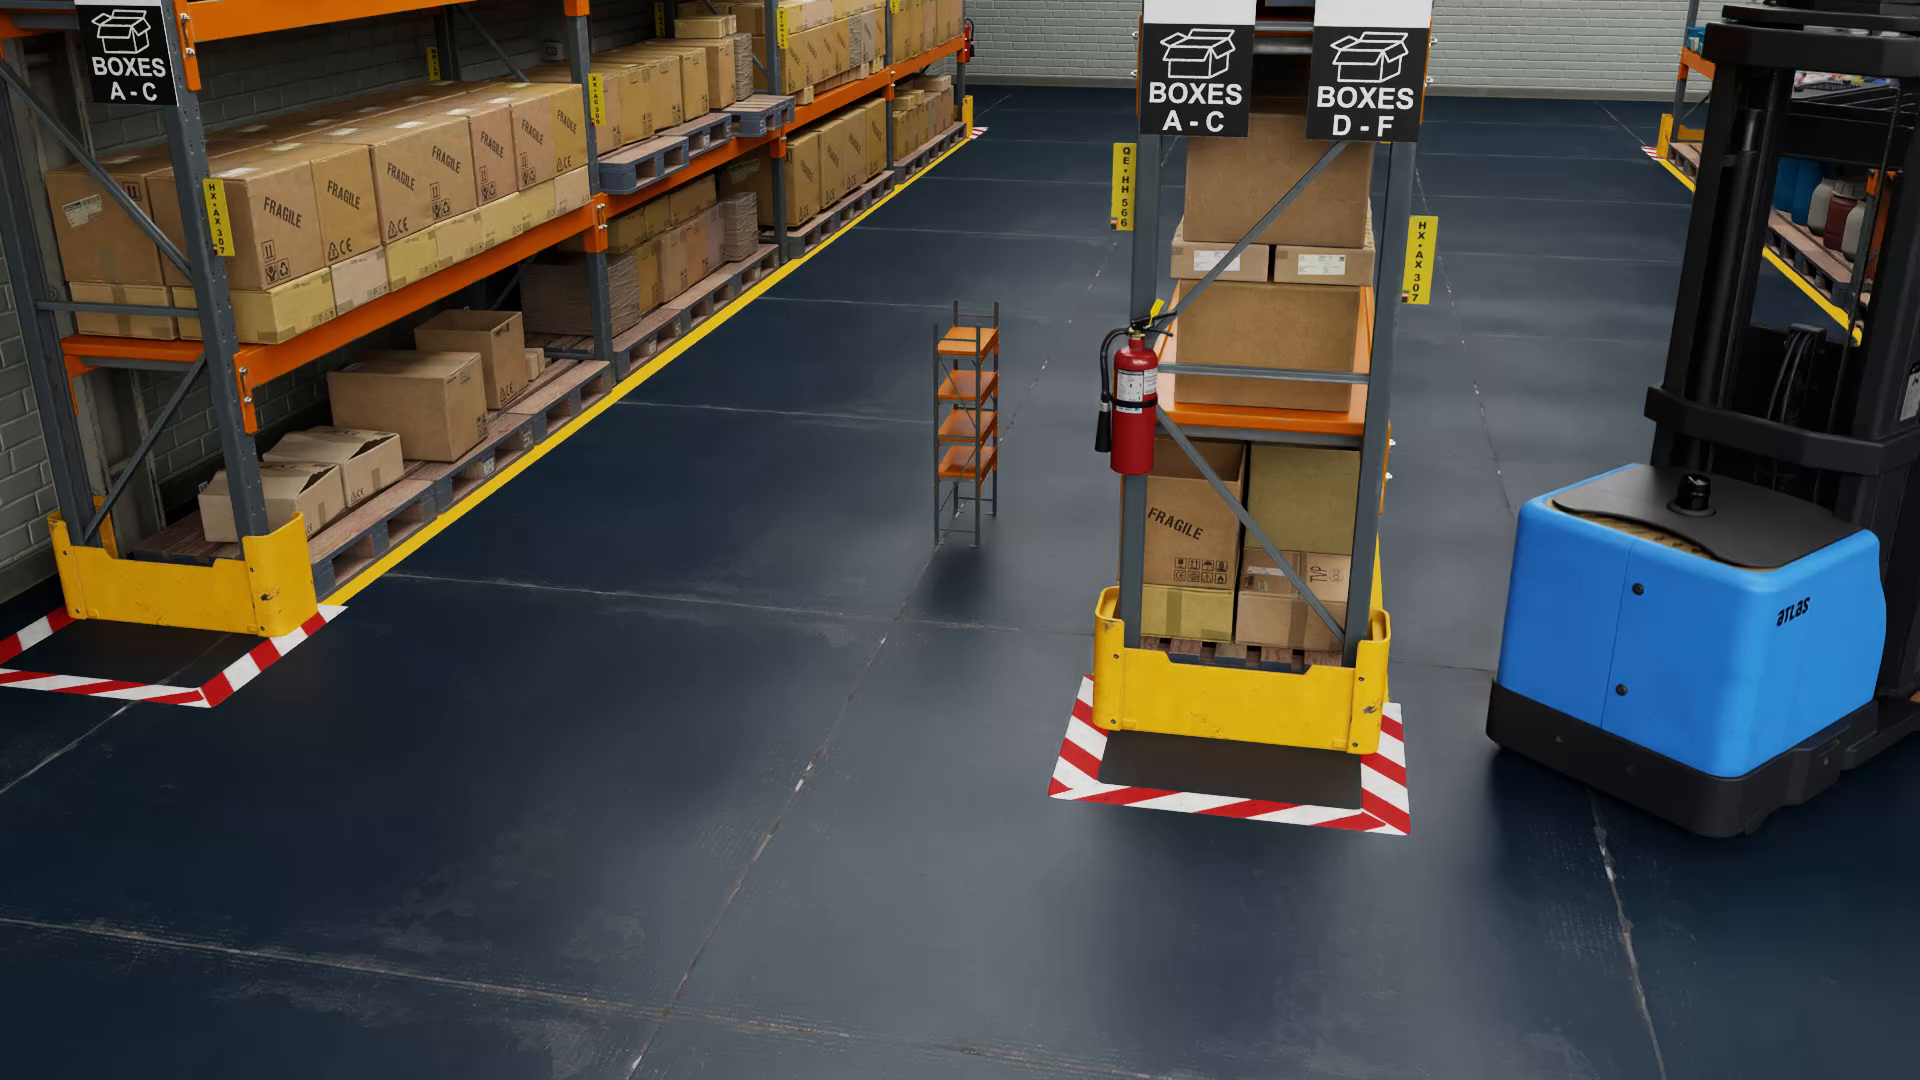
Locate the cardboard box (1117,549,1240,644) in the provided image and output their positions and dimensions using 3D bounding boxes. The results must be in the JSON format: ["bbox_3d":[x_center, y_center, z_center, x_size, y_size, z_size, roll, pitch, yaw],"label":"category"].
[{"bbox_3d":[0.973,0.224,7.401,0.500,0.250,0.500,4,22,11],"label":"cardboard box"}]

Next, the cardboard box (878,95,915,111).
[{"bbox_3d":[-0.747,-5.116,19.458,0.380,0.149,0.250,5,23,13],"label":"cardboard box"}]

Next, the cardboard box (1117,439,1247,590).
[{"bbox_3d":[0.971,-0.124,7.261,0.500,0.500,0.500,4,22,11],"label":"cardboard box"}]

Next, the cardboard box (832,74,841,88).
[{"bbox_3d":[-1.408,-4.593,16.552,0.380,0.149,0.250,5,23,13],"label":"cardboard box"}]

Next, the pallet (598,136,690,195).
[{"bbox_3d":[-2.582,-2.657,11.692,1.003,0.211,1.213,4,22,11],"label":"pallet"}]

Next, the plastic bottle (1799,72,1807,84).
[{"bbox_3d":[7.777,-4.167,15.342,0.061,0.283,0.133,4,22,11],"label":"plastic bottle"}]

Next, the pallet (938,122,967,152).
[{"bbox_3d":[-0.519,-5.274,21.666,1.003,0.211,1.213,4,22,11],"label":"pallet"}]

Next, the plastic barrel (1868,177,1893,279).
[{"bbox_3d":[7.717,-2.553,13.521,0.600,0.830,0.708,4,22,11],"label":"plastic barrel"}]

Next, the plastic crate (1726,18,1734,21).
[{"bbox_3d":[9.381,-6.018,19.654,0.616,0.435,0.499,4,22,11],"label":"plastic crate"}]

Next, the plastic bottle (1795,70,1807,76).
[{"bbox_3d":[7.908,-4.316,15.722,0.152,0.276,0.135,4,22,11],"label":"plastic bottle"}]

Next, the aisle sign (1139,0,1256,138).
[{"bbox_3d":[0.852,-1.842,5.933,0.394,0.787,0.004,4,22,11],"label":"aisle sign"}]

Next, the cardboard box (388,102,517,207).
[{"bbox_3d":[-2.884,-2.202,9.476,0.500,0.500,0.500,4,22,9],"label":"cardboard box"}]

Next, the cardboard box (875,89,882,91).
[{"bbox_3d":[-1.008,-5.349,20.035,0.380,0.149,0.250,5,22,11],"label":"cardboard box"}]

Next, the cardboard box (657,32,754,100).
[{"bbox_3d":[-2.151,-4.018,14.092,0.700,0.500,0.500,2,22,5],"label":"cardboard box"}]

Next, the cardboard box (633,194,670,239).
[{"bbox_3d":[-2.558,-2.492,12.779,0.500,0.250,0.500,4,22,9],"label":"cardboard box"}]

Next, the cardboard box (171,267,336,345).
[{"bbox_3d":[-3.287,-1.108,7.764,0.500,0.250,0.500,4,22,9],"label":"cardboard box"}]

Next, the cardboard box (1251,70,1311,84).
[{"bbox_3d":[1.476,-1.853,7.568,0.700,0.500,0.500,5,22,11],"label":"cardboard box"}]

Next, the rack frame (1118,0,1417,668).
[{"bbox_3d":[1.153,-0.638,6.423,1.000,3.000,0.127,4,22,11],"label":"rack frame"}]

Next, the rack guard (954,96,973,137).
[{"bbox_3d":[-0.427,-5.715,22.375,1.175,0.500,0.348,4,22,11],"label":"rack guard"}]

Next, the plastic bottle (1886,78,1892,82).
[{"bbox_3d":[8.509,-4.103,15.193,0.152,0.276,0.135,4,22,11],"label":"plastic bottle"}]

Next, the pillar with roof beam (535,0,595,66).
[{"bbox_3d":[1.038,-5.985,11.669,9.100,9.000,0.400,4,22,11],"label":"pillar with roof beam"}]

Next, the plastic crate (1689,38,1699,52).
[{"bbox_3d":[8.747,-5.840,19.612,0.250,0.136,0.298,4,22,11],"label":"plastic crate"}]

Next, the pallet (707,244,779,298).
[{"bbox_3d":[-2.225,-2.361,14.433,1.003,0.211,1.213,4,22,11],"label":"pallet"}]

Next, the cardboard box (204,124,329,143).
[{"bbox_3d":[-3.595,-1.863,8.635,0.500,0.500,0.500,4,22,9],"label":"cardboard box"}]

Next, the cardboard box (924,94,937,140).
[{"bbox_3d":[-0.681,-5.271,20.709,0.700,0.500,0.500,4,22,9],"label":"cardboard box"}]

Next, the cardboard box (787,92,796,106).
[{"bbox_3d":[-1.711,-4.027,15.147,0.380,0.149,0.250,5,22,12],"label":"cardboard box"}]

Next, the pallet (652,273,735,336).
[{"bbox_3d":[-2.477,-1.916,13.329,1.003,0.211,1.213,4,22,11],"label":"pallet"}]

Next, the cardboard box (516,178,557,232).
[{"bbox_3d":[-2.790,-2.039,10.075,0.500,0.250,0.500,5,22,11],"label":"cardboard box"}]

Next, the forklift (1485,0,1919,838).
[{"bbox_3d":[3.600,-0.703,6.676,3.031,2.935,1.130,-16,27,-35],"label":"forklift"}]

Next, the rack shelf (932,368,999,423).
[{"bbox_3d":[0.034,-0.762,8.721,0.258,0.148,0.480,4,22,11],"label":"rack shelf"}]

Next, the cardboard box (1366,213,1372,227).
[{"bbox_3d":[1.548,-1.300,7.065,0.380,0.149,0.250,5,22,11],"label":"cardboard box"}]

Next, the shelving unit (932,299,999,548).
[{"bbox_3d":[0.034,-0.617,8.780,0.258,1.200,0.503,4,22,11],"label":"shelving unit"}]

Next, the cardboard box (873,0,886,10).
[{"bbox_3d":[-1.093,-5.754,17.563,0.500,0.250,0.500,5,22,12],"label":"cardboard box"}]

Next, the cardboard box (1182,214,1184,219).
[{"bbox_3d":[1.149,-1.329,7.136,0.380,0.149,0.250,4,22,10],"label":"cardboard box"}]

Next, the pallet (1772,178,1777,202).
[{"bbox_3d":[8.562,-3.626,17.575,1.003,0.211,1.213,4,22,11],"label":"pallet"}]

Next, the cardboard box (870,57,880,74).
[{"bbox_3d":[-1.069,-5.056,17.703,0.380,0.149,0.250,5,22,12],"label":"cardboard box"}]

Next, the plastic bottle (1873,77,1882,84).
[{"bbox_3d":[8.383,-4.104,15.201,0.097,0.271,0.097,0,22,0],"label":"plastic bottle"}]

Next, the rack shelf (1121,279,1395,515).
[{"bbox_3d":[1.561,-1.036,8.373,1.077,0.370,4.000,4,22,11],"label":"rack shelf"}]

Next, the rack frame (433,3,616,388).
[{"bbox_3d":[-2.881,-2.477,10.989,1.000,3.000,0.127,4,22,11],"label":"rack frame"}]

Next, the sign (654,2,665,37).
[{"bbox_3d":[-2.609,-4.518,14.507,0.100,0.325,0.005,4,22,11],"label":"sign"}]

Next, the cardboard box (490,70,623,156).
[{"bbox_3d":[-2.744,-2.911,11.344,0.700,0.500,0.500,5,22,11],"label":"cardboard box"}]

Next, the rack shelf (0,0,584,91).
[{"bbox_3d":[-3.289,-2.804,8.747,1.077,0.370,4.000,4,22,11],"label":"rack shelf"}]

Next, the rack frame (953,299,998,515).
[{"bbox_3d":[0.084,-0.706,9.001,0.240,1.200,0.015,4,22,11],"label":"rack frame"}]

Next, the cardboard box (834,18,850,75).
[{"bbox_3d":[-1.398,-4.855,16.335,0.500,0.500,0.500,5,22,12],"label":"cardboard box"}]

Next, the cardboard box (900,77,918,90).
[{"bbox_3d":[-0.750,-5.814,21.190,0.380,0.149,0.250,5,22,11],"label":"cardboard box"}]

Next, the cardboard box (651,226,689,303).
[{"bbox_3d":[-2.547,-2.169,12.980,0.700,0.500,0.500,5,22,12],"label":"cardboard box"}]

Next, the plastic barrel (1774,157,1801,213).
[{"bbox_3d":[8.323,-3.672,16.202,0.600,0.901,0.708,4,22,11],"label":"plastic barrel"}]

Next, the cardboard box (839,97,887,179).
[{"bbox_3d":[-1.254,-4.353,17.962,0.750,0.750,0.750,5,22,12],"label":"cardboard box"}]

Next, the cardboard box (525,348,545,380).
[{"bbox_3d":[-2.961,-1.169,10.945,0.380,0.166,0.250,2,22,4],"label":"cardboard box"}]

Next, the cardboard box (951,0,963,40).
[{"bbox_3d":[-0.526,-6.818,21.365,0.980,0.700,0.700,5,23,13],"label":"cardboard box"}]
